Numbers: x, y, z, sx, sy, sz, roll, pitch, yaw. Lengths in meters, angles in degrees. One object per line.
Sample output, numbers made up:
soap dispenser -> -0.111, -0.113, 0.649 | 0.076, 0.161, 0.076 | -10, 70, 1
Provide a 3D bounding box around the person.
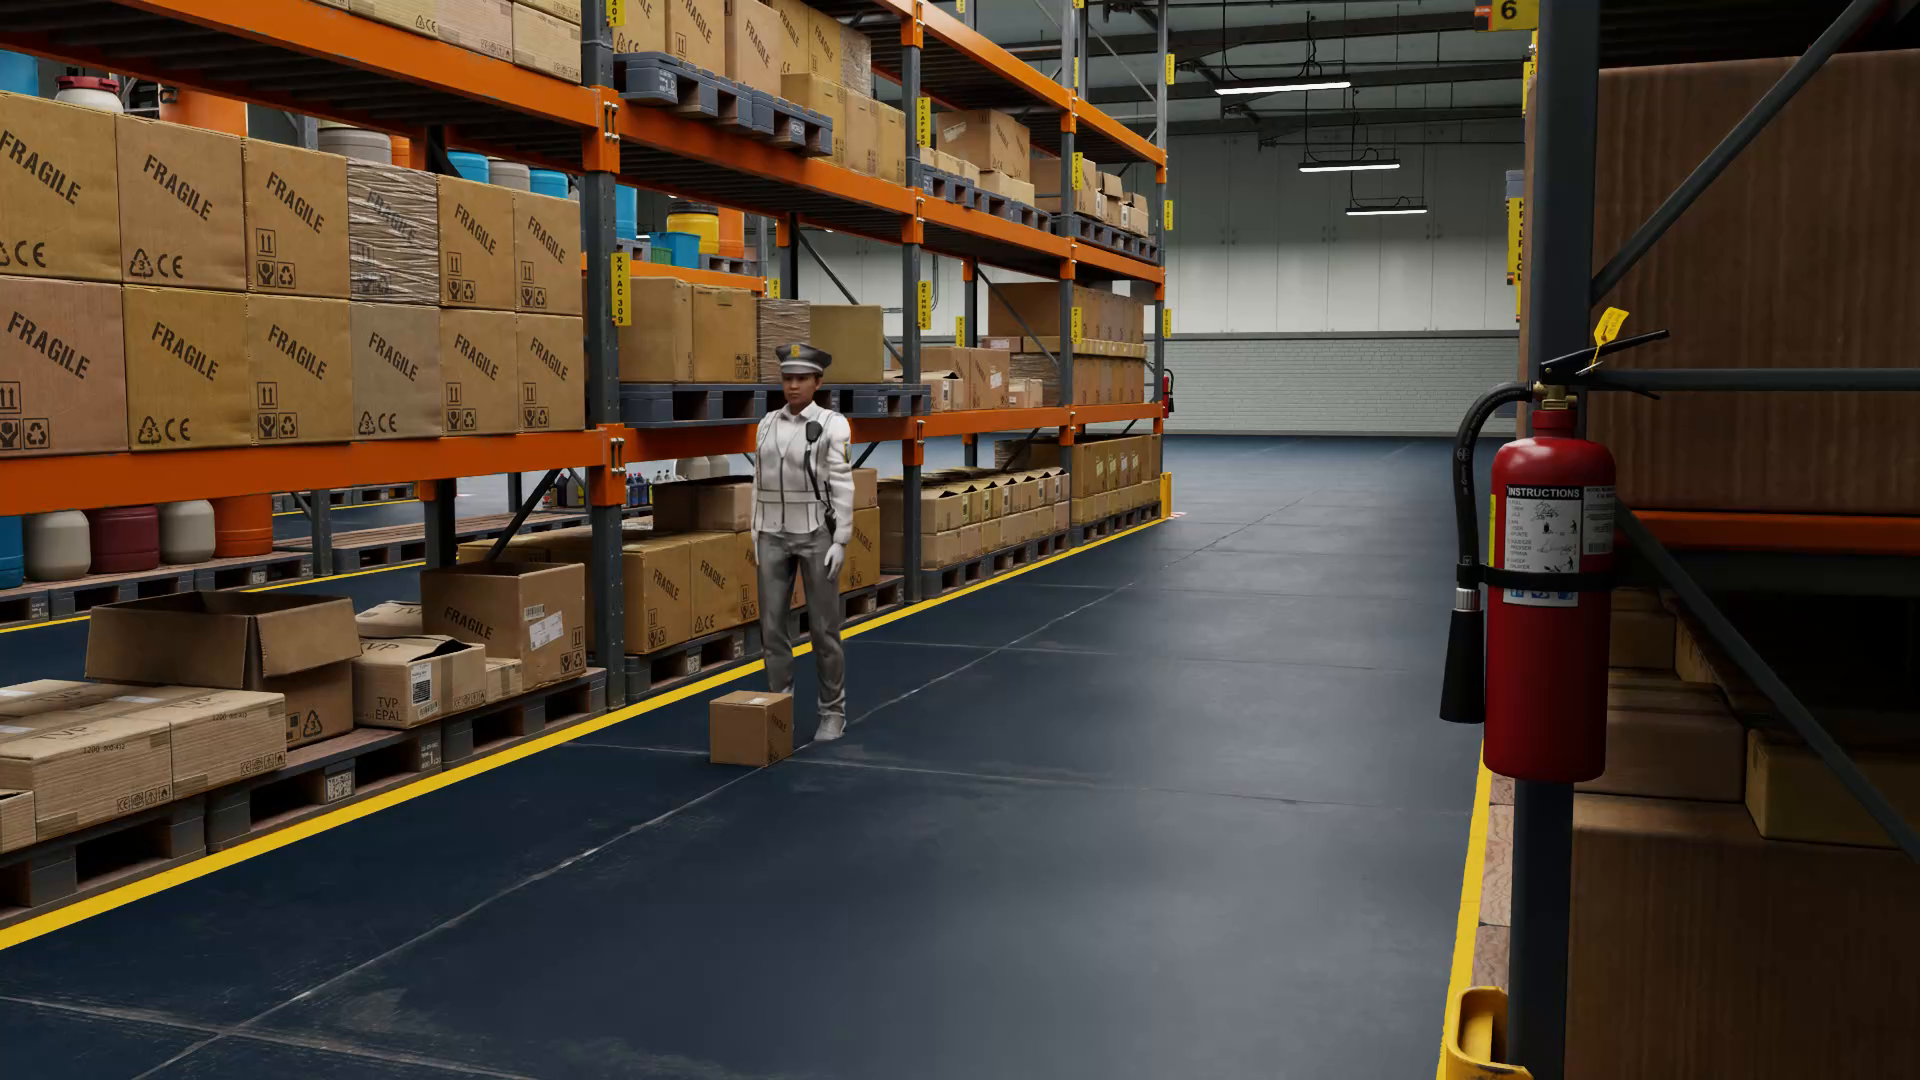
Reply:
person -> -0.677, 0.027, 7.082 | 0.466, 1.722, 0.357 | 2, 6, 20
